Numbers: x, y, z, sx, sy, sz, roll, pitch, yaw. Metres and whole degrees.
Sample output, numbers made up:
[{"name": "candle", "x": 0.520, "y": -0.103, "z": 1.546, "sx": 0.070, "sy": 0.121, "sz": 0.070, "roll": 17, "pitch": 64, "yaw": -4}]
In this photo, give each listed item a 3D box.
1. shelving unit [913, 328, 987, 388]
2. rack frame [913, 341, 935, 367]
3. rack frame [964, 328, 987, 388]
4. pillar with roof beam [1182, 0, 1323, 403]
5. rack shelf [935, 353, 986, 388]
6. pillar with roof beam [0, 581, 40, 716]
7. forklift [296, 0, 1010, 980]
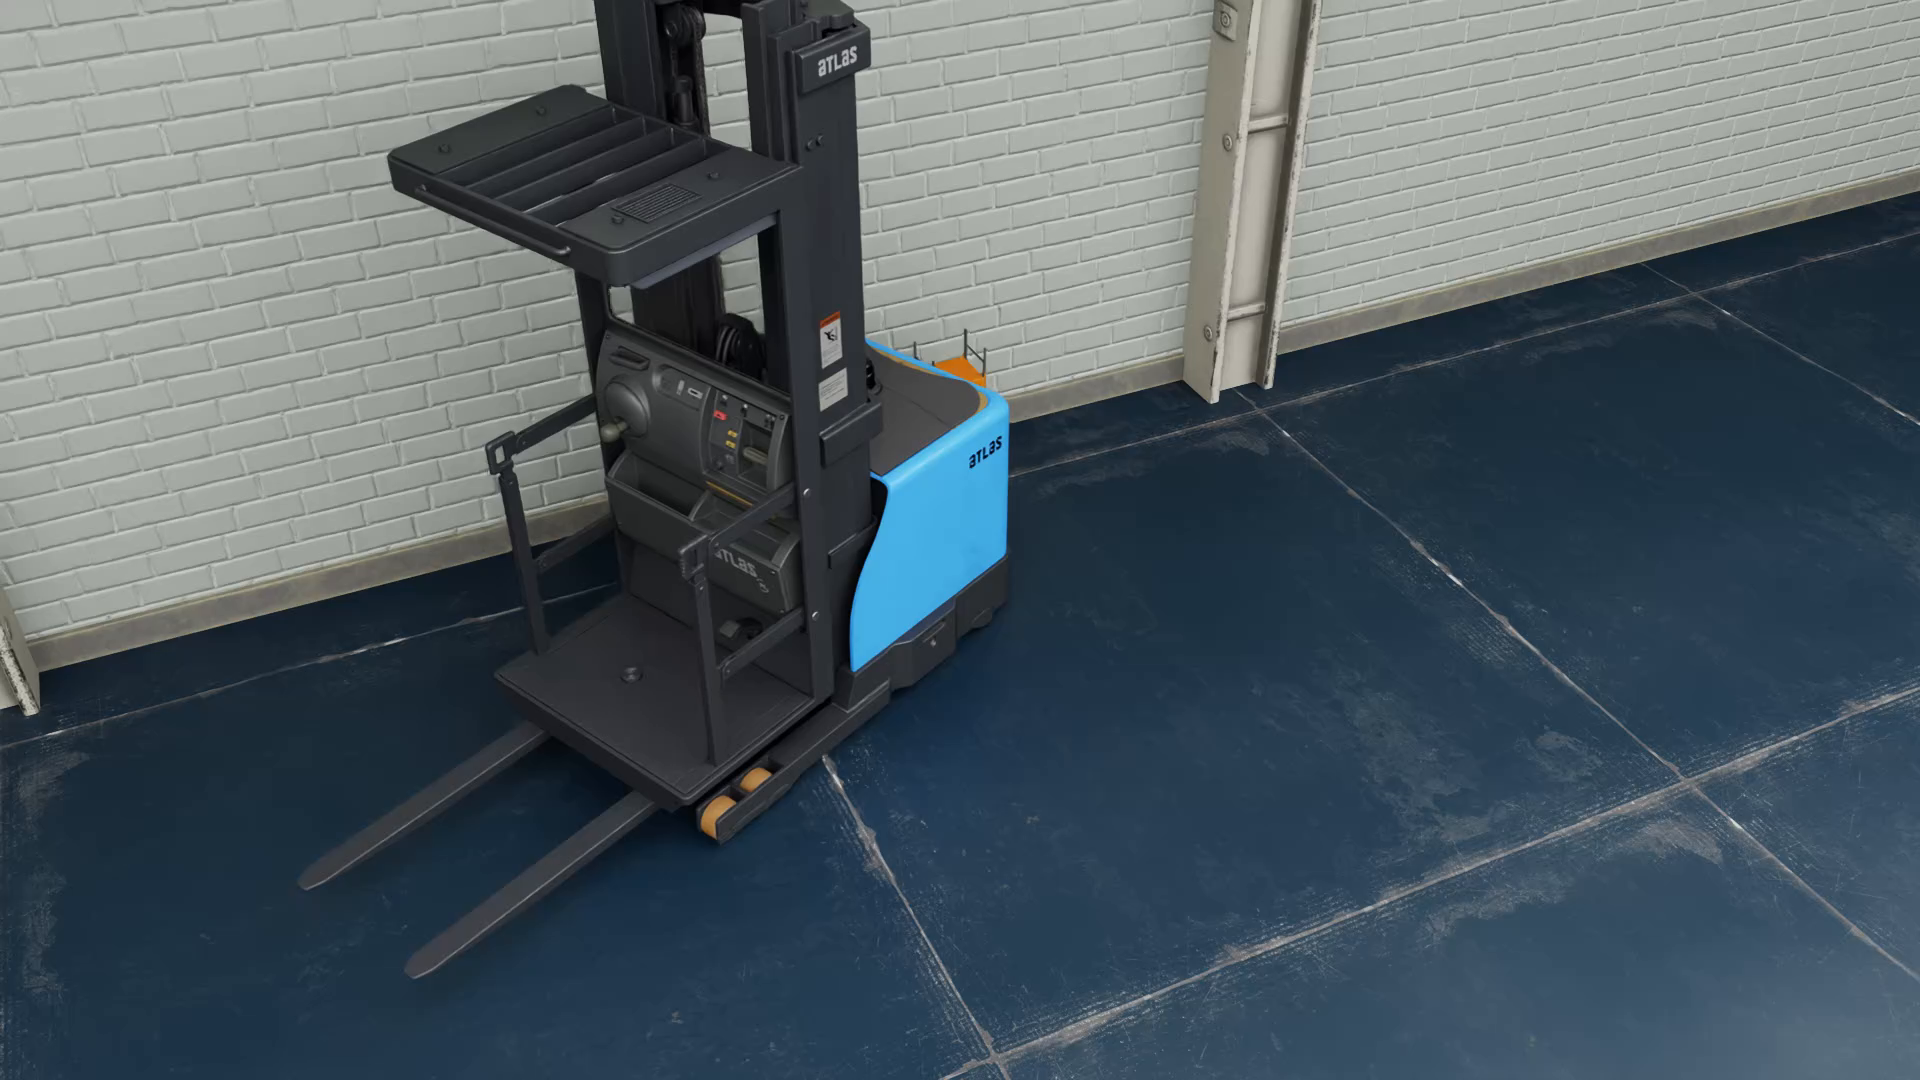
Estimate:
[{"name": "shelving unit", "x": -0.044, "y": -0.414, "z": 7.426, "sx": 0.252, "sy": 1.050, "sz": 0.215, "roll": -17, "pitch": 40, "yaw": -21}, {"name": "rack frame", "x": -0.153, "y": -0.381, "z": 7.382, "sx": 0.008, "sy": 1.050, "sz": 0.200, "roll": -17, "pitch": 40, "yaw": -21}, {"name": "rack frame", "x": 0.065, "y": -0.447, "z": 7.469, "sx": 0.008, "sy": 1.050, "sz": 0.200, "roll": -17, "pitch": 40, "yaw": -21}, {"name": "pillar with roof beam", "x": 3.253, "y": -2.140, "z": 3.081, "sx": 0.400, "sy": 9.000, "sz": 9.100, "roll": -16, "pitch": 39, "yaw": -20}, {"name": "rack shelf", "x": -0.044, "y": -0.633, "z": 7.262, "sx": 0.240, "sy": 0.259, "sz": 0.215, "roll": -17, "pitch": 40, "yaw": -21}, {"name": "pillar with roof beam", "x": -2.179, "y": -0.621, "z": 1.033, "sx": 0.400, "sy": 9.000, "sz": 9.100, "roll": -16, "pitch": 39, "yaw": -20}, {"name": "forklift", "x": -1.099, "y": -0.388, "z": 5.813, "sx": 1.130, "sy": 2.935, "sz": 3.031, "roll": 26, "pitch": 44, "yaw": 30}]
